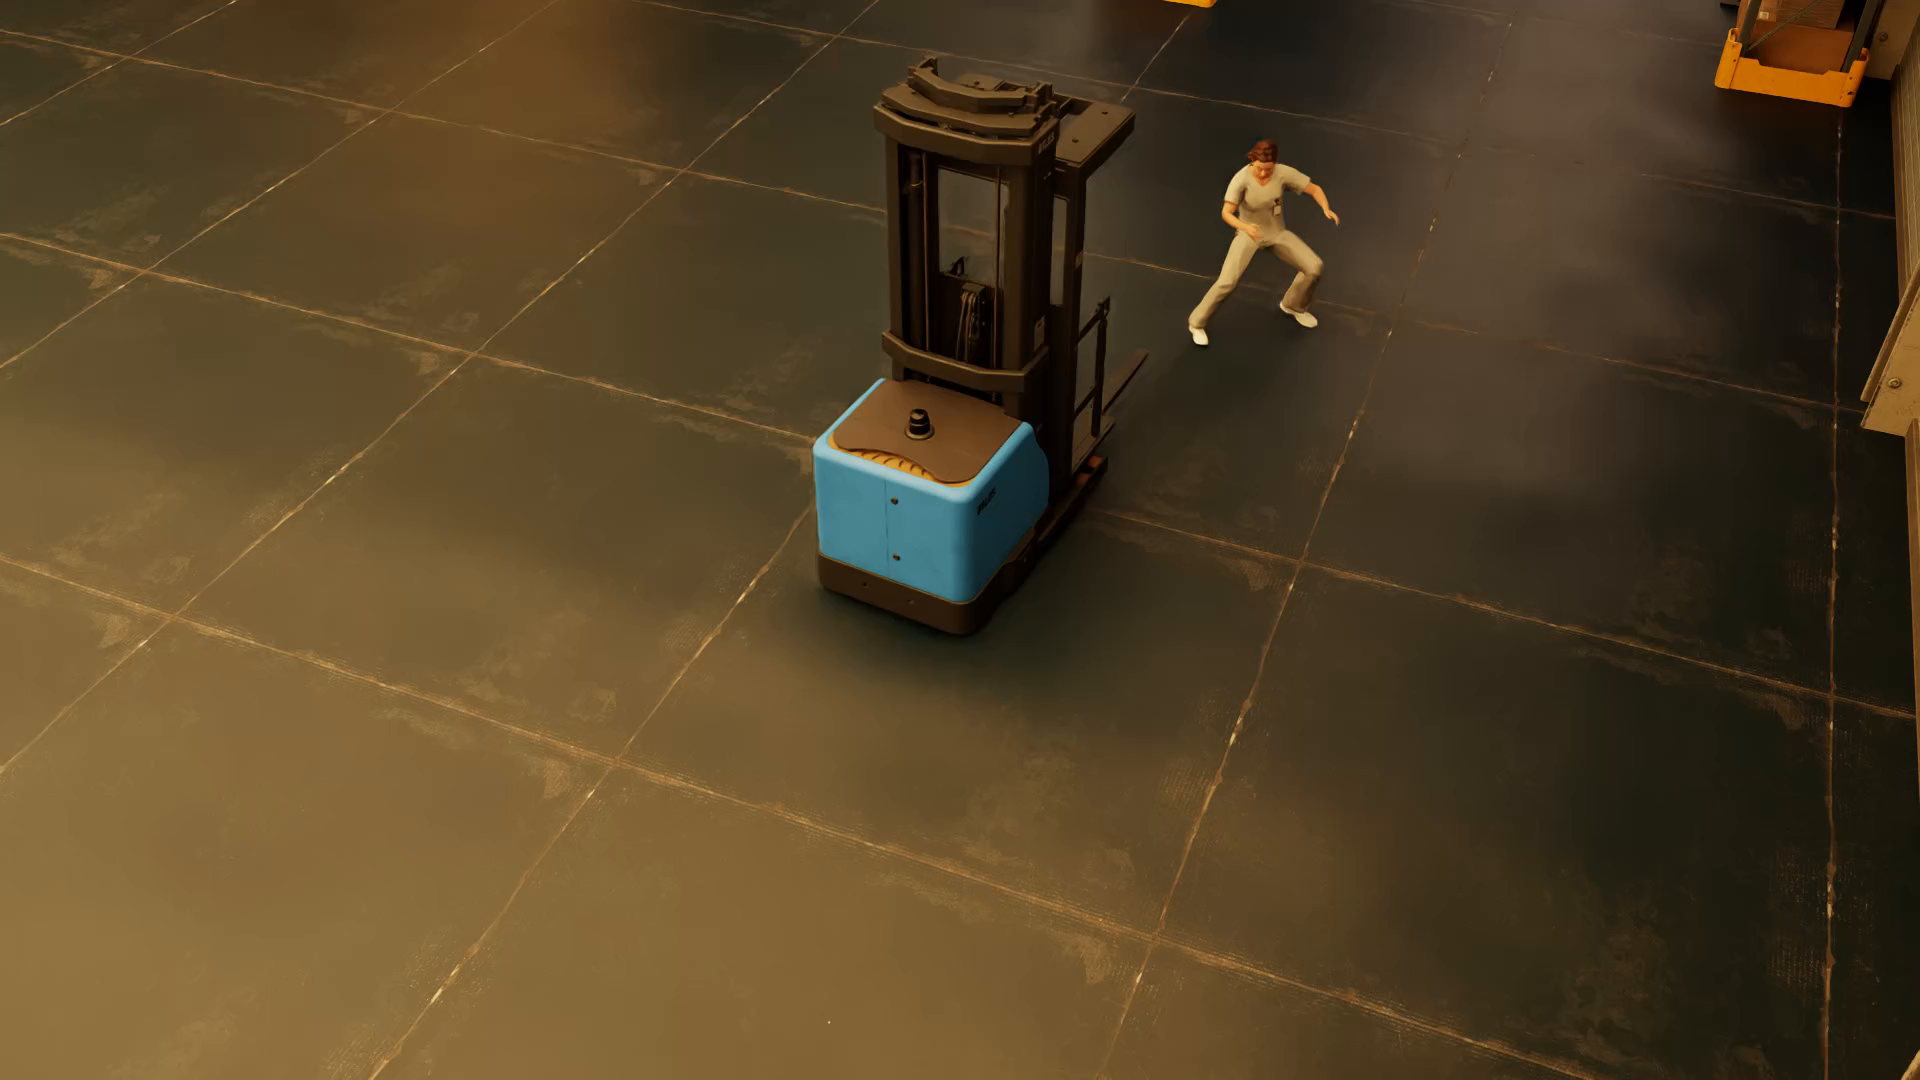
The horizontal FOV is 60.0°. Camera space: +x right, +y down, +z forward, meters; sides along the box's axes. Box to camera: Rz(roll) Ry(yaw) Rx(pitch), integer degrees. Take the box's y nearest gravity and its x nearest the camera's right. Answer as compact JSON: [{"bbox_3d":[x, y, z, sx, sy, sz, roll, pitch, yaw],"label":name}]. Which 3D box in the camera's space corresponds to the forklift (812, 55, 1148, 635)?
[{"bbox_3d":[0.297,-1.515,9.816,1.130,2.935,3.031,19,43,21],"label":"forklift"}]

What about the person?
[{"bbox_3d":[2.129,-2.088,11.651,0.947,1.451,0.681,-1,40,-1],"label":"person"}]
